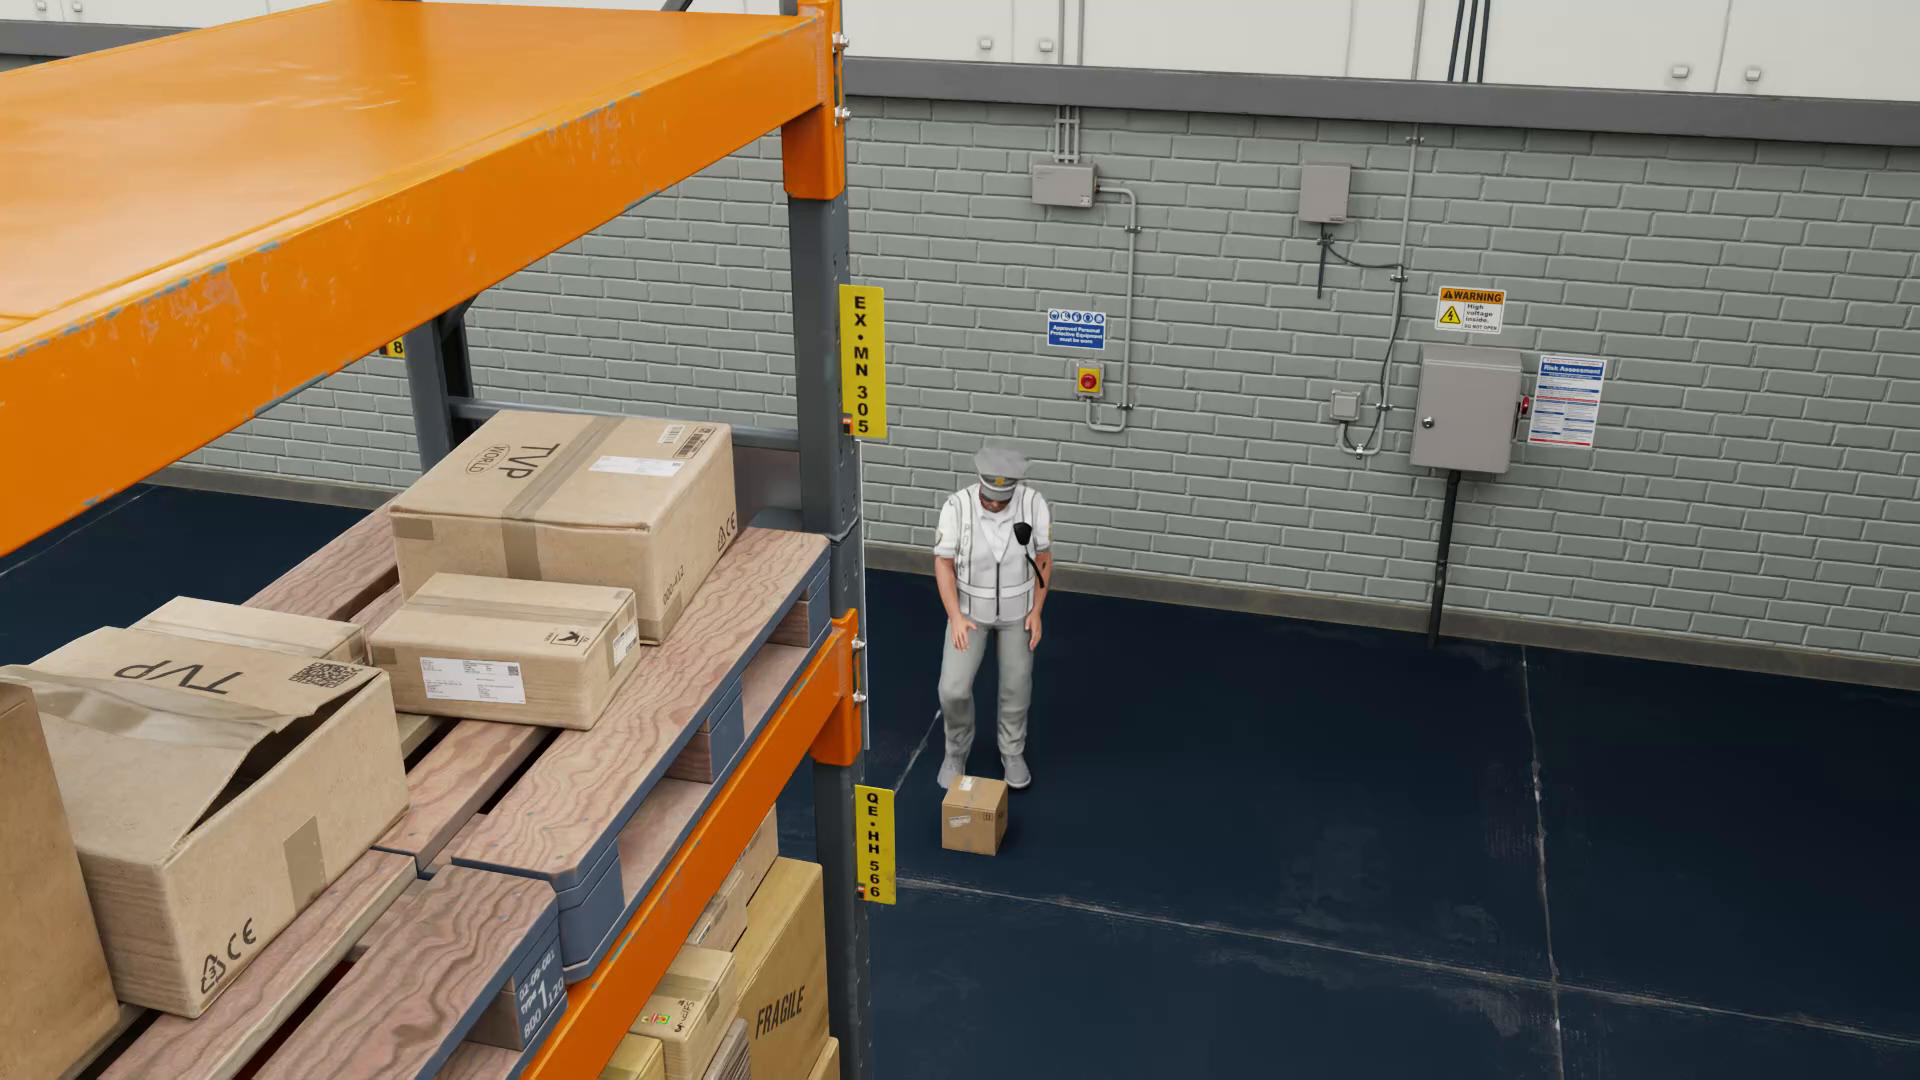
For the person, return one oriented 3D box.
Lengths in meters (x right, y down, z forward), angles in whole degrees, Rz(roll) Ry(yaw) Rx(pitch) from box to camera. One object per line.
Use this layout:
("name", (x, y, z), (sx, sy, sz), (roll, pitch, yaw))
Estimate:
("person", (0.158, 0.397, 7.803), (0.551, 1.794, 0.597), (-2, 25, -4))
